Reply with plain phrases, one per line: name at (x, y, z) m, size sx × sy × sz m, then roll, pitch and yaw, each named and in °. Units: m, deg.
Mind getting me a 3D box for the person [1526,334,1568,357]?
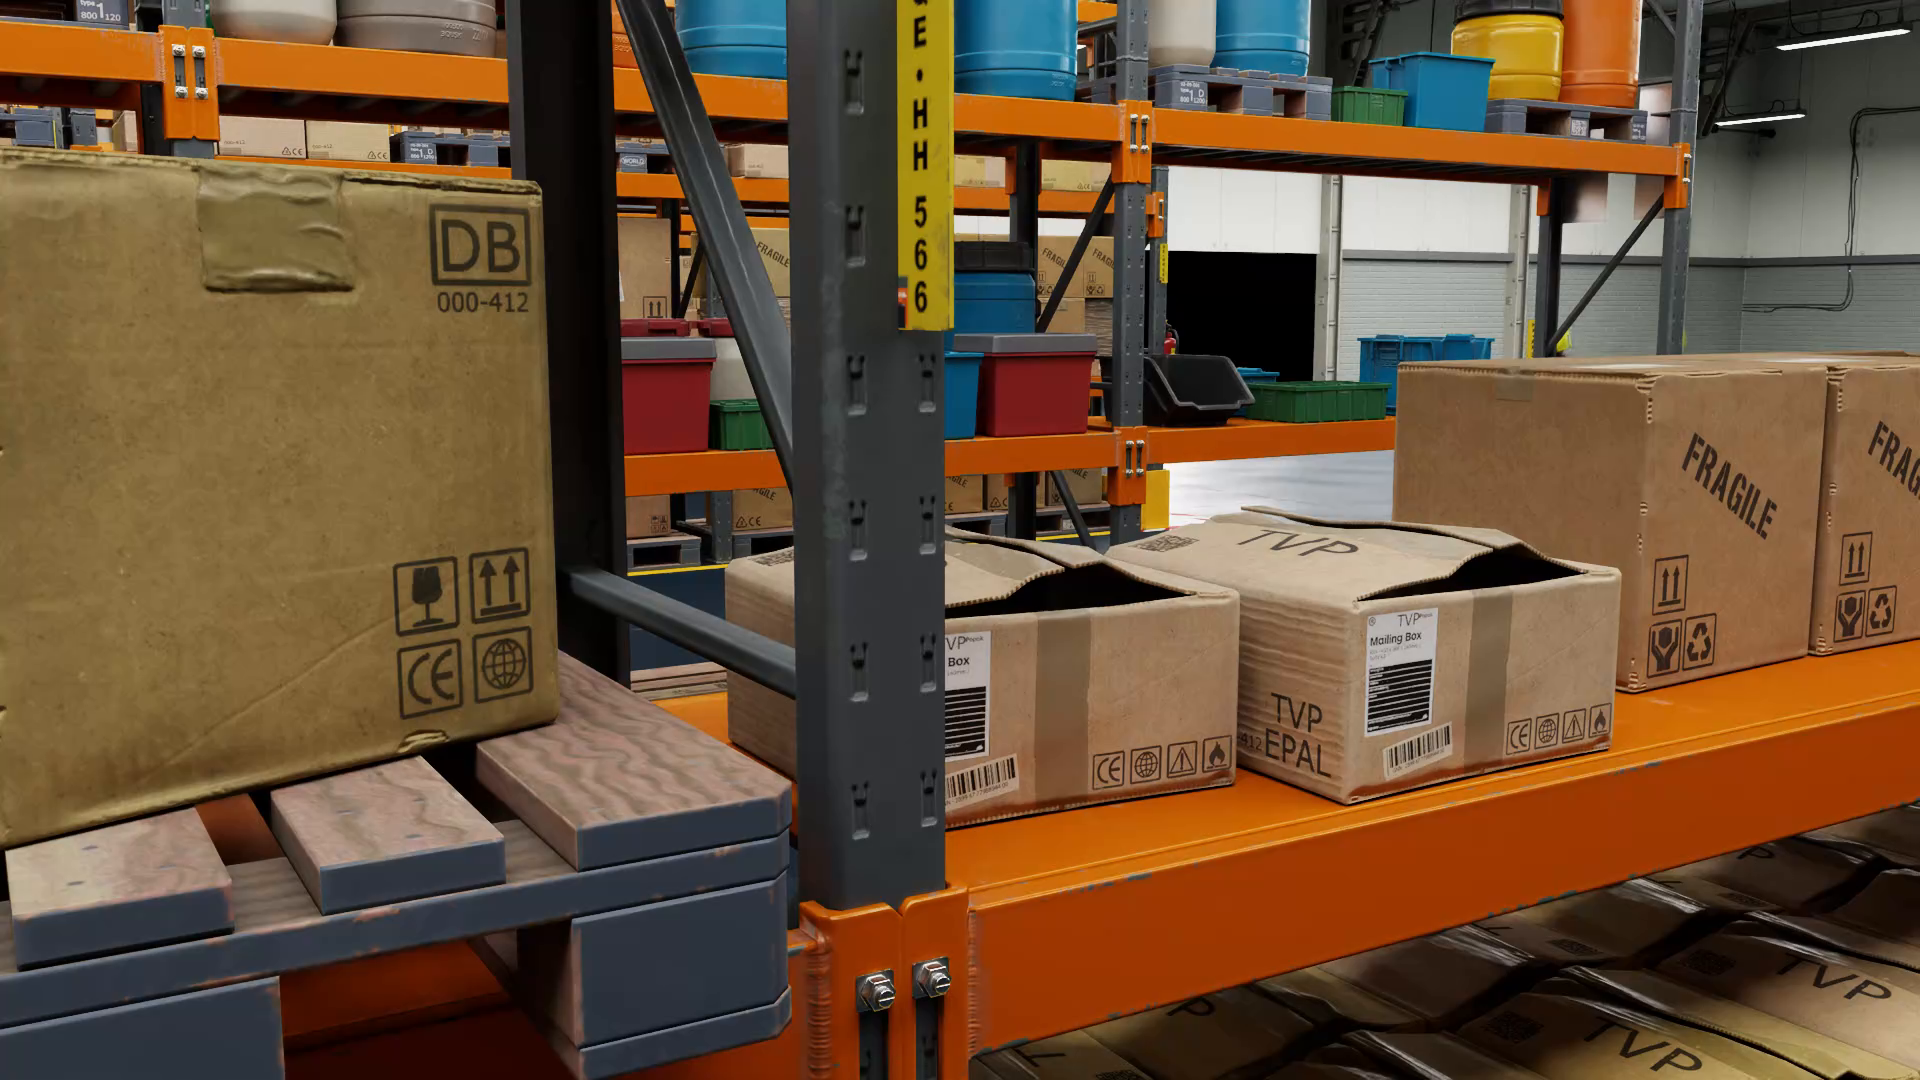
person at (4.207, -0.670, 12.018) m, size 1.005 × 1.717 × 0.674 m, roll 5°, pitch 9°, yaw 31°
